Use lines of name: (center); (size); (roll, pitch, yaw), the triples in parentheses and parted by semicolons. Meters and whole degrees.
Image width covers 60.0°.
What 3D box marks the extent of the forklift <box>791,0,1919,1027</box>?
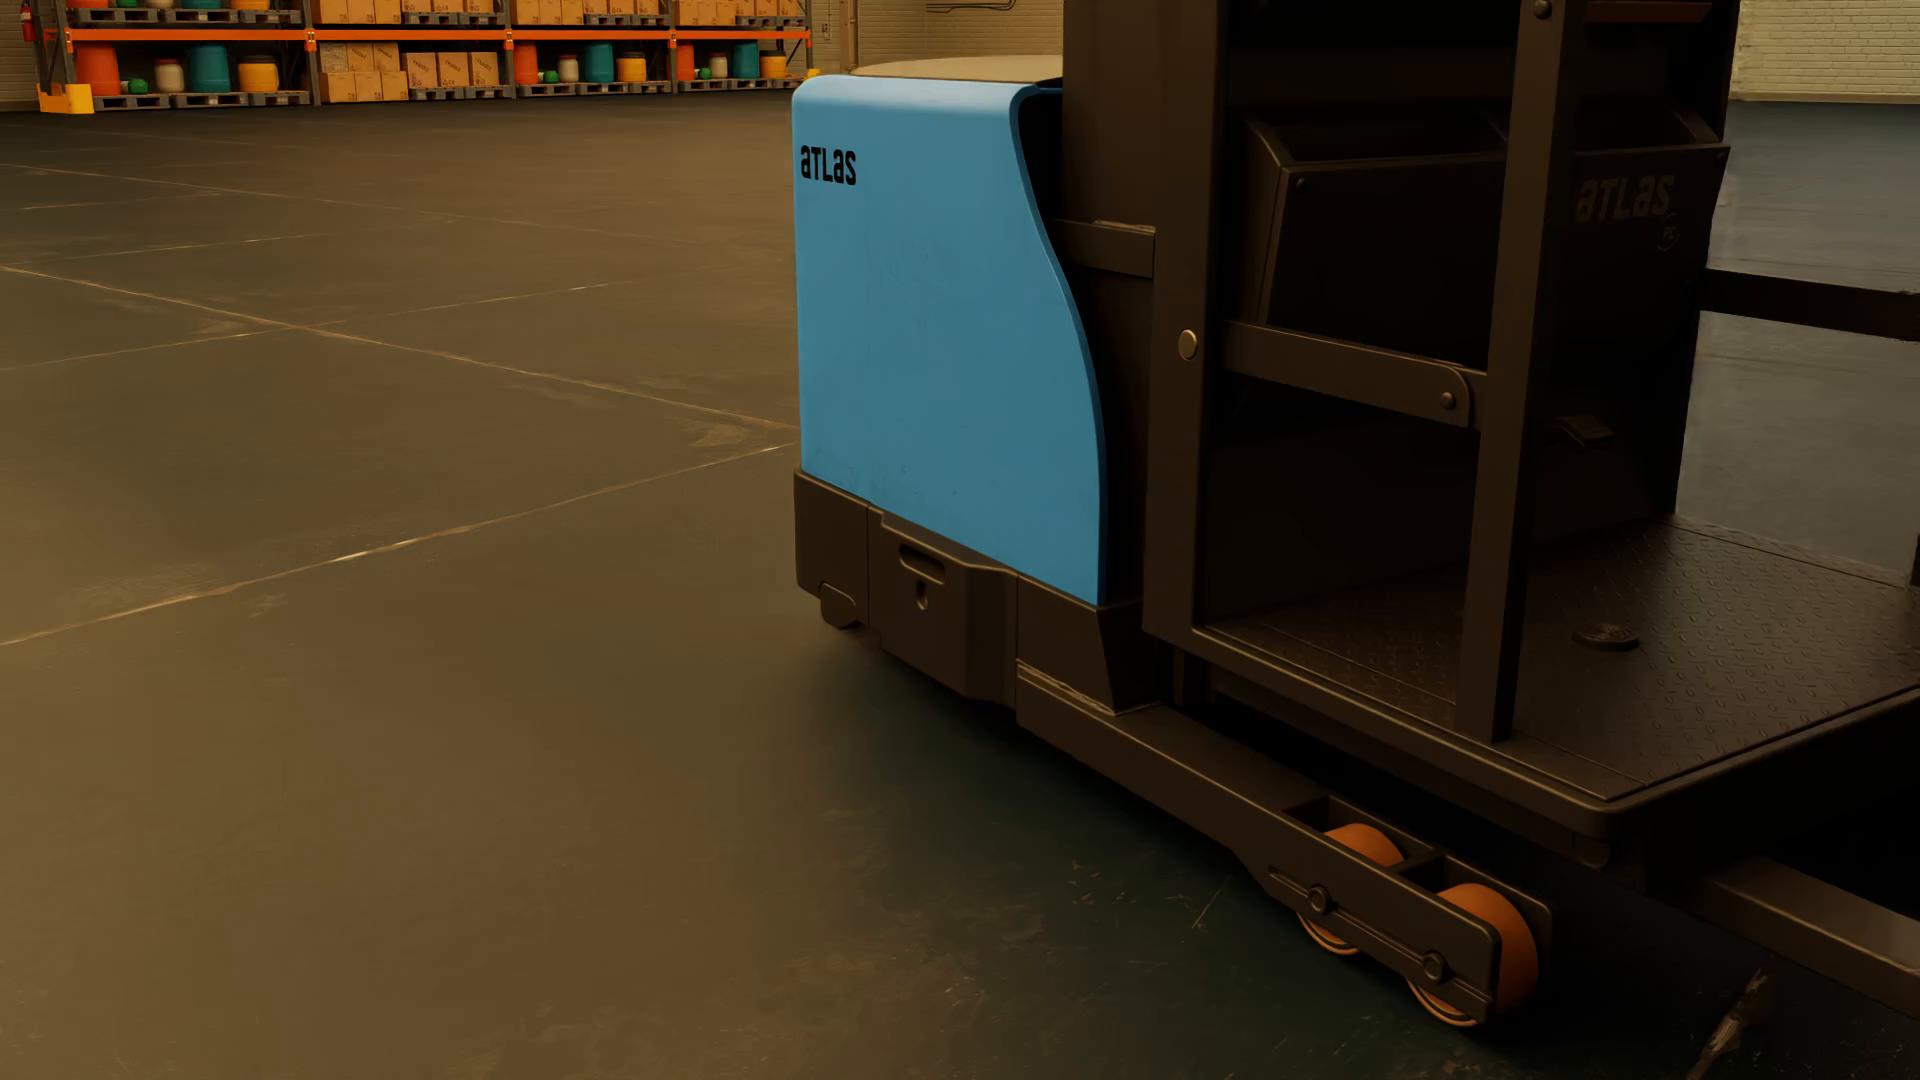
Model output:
forklift: (0.884, -0.972, 2.098); (1.130, 2.935, 3.031); (-11, 20, -31)
